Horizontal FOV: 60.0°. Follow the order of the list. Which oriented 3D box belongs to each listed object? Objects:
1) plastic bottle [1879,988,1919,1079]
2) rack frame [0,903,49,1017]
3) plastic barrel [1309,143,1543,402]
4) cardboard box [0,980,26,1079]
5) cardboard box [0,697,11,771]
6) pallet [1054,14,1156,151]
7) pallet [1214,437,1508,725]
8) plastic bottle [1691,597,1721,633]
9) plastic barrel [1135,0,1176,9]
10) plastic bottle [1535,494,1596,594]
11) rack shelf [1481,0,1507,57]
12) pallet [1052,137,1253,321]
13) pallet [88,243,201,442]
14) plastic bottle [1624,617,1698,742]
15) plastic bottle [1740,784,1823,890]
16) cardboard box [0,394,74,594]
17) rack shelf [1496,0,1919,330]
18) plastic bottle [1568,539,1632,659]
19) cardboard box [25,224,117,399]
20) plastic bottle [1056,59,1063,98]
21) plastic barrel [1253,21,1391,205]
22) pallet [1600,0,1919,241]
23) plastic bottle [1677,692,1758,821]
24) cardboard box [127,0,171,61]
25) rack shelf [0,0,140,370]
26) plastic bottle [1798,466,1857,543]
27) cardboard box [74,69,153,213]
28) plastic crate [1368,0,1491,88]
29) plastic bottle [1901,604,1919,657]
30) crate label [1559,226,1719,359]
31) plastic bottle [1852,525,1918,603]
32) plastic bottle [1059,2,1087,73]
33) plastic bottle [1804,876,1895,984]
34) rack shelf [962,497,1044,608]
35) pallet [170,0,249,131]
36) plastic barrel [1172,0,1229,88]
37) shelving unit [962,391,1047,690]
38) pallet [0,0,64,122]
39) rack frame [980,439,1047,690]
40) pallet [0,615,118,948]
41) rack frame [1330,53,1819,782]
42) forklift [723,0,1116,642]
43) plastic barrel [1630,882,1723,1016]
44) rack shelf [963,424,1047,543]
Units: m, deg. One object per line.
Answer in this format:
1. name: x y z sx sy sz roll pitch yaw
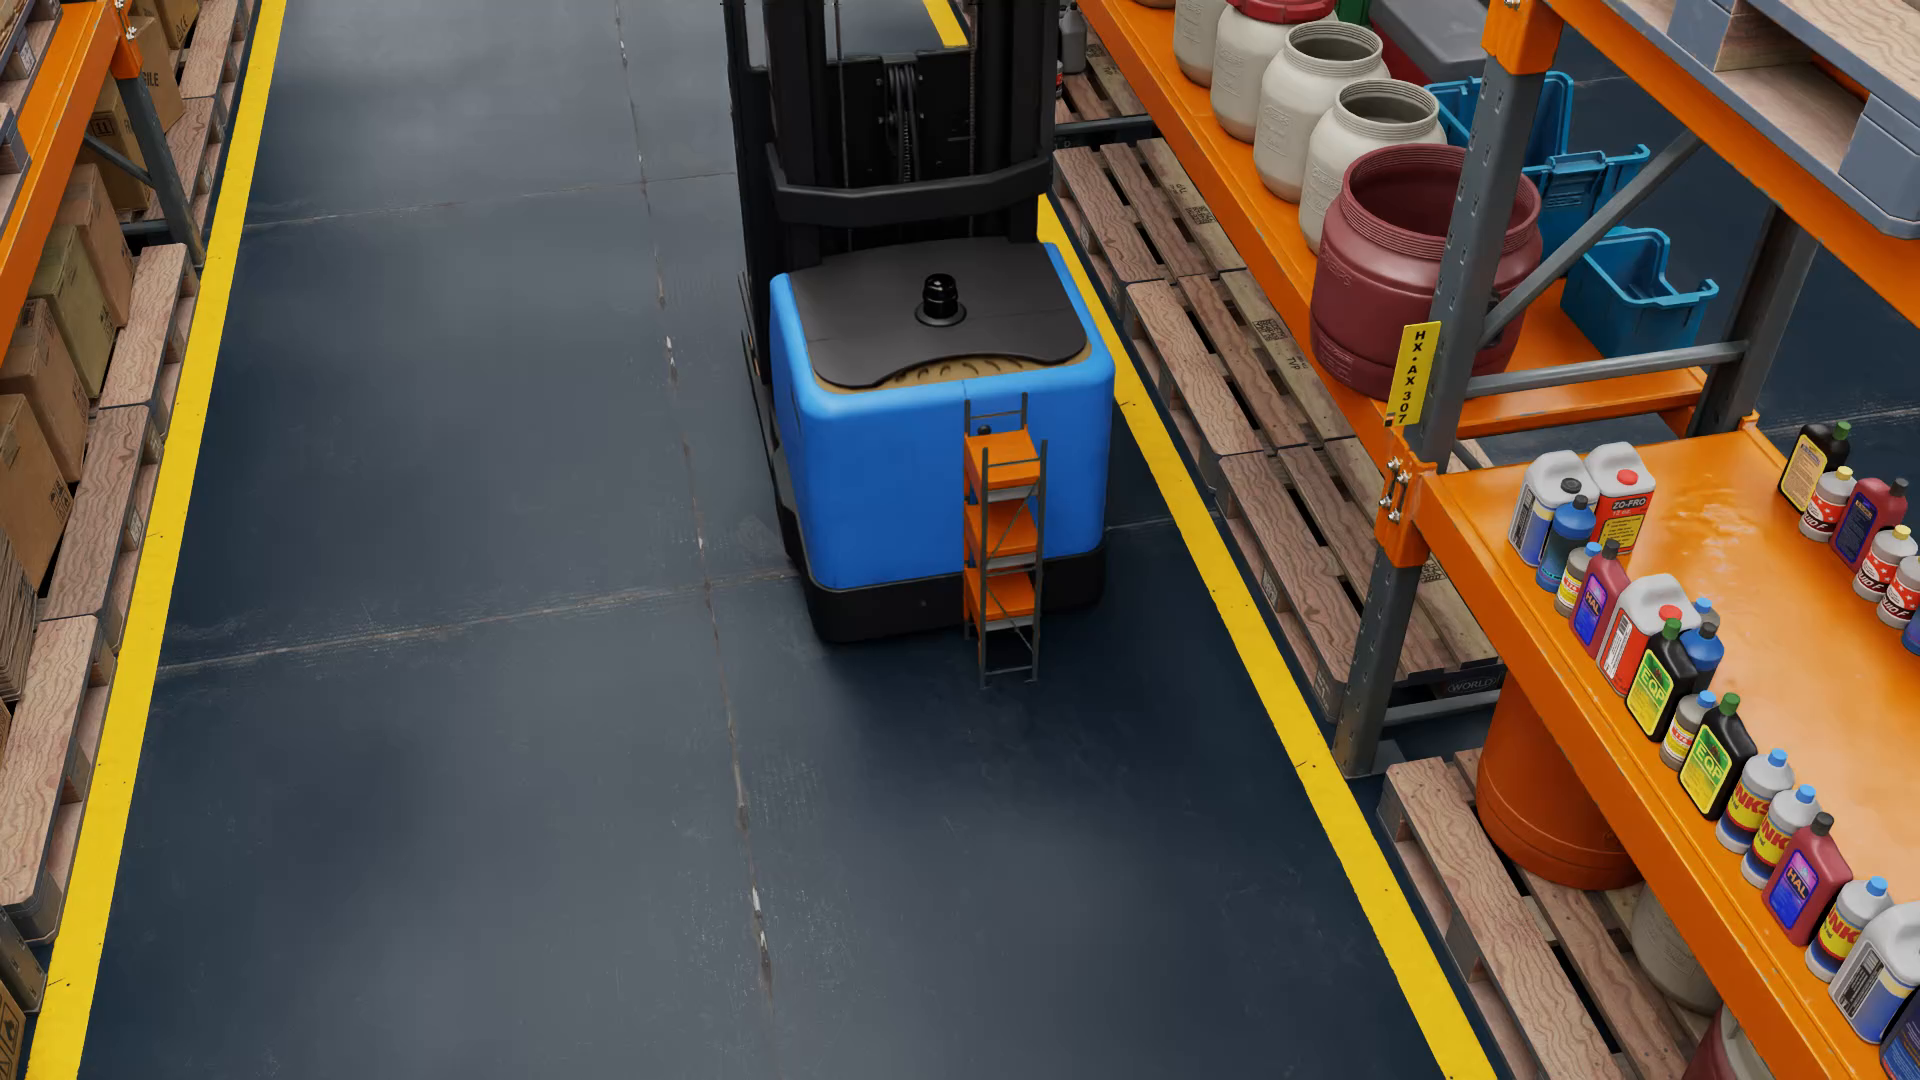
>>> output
1. plastic bottle: 1.826 0.896 3.018 0.144 0.351 0.185 -8 42 -9
2. rack frame: -3.118 0.257 3.701 1.000 3.000 0.127 -8 42 -9
3. plastic barrel: 1.322 -0.761 4.745 0.600 0.536 0.708 -8 42 -9
4. cardboard box: -2.990 1.345 3.759 1.225 0.875 0.875 -10 43 -11
5. cardboard box: -3.282 0.596 4.871 0.700 0.500 0.500 -10 43 -12
6. pallet: 0.750 -2.444 8.844 1.003 0.211 1.213 -8 42 -9
7. pallet: 1.589 0.083 5.998 1.003 0.211 1.213 -8 42 -9
8. plastic bottle: 1.713 0.219 3.894 0.097 0.201 0.097 0 42 0
9. plastic barrel: 0.847 -2.445 6.642 0.433 0.535 0.433 0 42 0
10. plastic bottle: 1.494 0.002 4.086 0.097 0.271 0.097 0 42 0
11. rack shelf: 1.286 -2.602 5.204 1.077 0.370 4.000 -8 42 -9
12. pallet: 1.062 -1.499 7.780 1.003 0.211 1.213 -8 42 -9
13. pallet: -3.812 -0.788 6.979 1.003 0.211 1.213 -8 42 -9
14. plastic bottle: 1.580 0.311 3.728 0.061 0.283 0.133 -8 42 -9
15. plastic bottle: 1.693 0.601 3.411 0.097 0.271 0.097 0 42 0
16. cardboard box: -3.544 -0.128 5.686 0.700 0.500 0.500 -5 42 -6
17. rack shelf: 2.150 -0.009 2.283 1.077 0.370 4.000 -8 42 -9
18. plastic bottle: 1.522 0.138 3.923 0.061 0.283 0.133 -8 42 -9
19. cardboard box: -3.786 -0.852 6.502 0.700 0.500 0.500 -9 42 -10
20. plastic bottle: 0.472 -2.354 8.419 0.097 0.201 0.097 0 42 0
21. plastic barrel: 1.196 -1.404 5.487 0.421 0.512 0.421 0 42 0
22. pallet: 1.787 -0.994 2.993 1.003 0.211 1.213 -8 42 -9
23. plastic bottle: 1.630 0.461 3.559 0.061 0.283 0.133 -8 42 -9
24. cardboard box: -4.371 -2.584 8.468 0.500 0.500 0.500 -12 43 -13
25. rack shelf: -3.550 -0.770 5.400 1.077 0.370 4.000 -8 42 -9
26. plastic bottle: 2.229 -0.100 4.252 0.097 0.201 0.097 0 42 0
27. cardboard box: -4.029 -1.823 7.611 0.500 0.500 0.500 -10 42 -11
28. plastic crate: 1.668 -1.568 5.708 0.402 0.464 0.583 -8 42 -9
29. plastic bottle: 2.321 0.150 3.919 0.097 0.271 0.097 0 42 0
30. crate label: 1.993 -0.717 4.924 0.303 0.233 0.416 -8 42 -9
31. plastic bottle: 2.279 0.050 4.084 0.097 0.201 0.097 0 42 0
32. plastic bottle: 0.575 -2.616 8.602 0.144 0.351 0.185 -8 42 -9
33. plastic bottle: 1.743 0.750 3.242 0.097 0.271 0.097 0 42 0
34. rack shelf: 0.139 0.032 5.439 0.215 0.259 0.240 -8 42 -9
35. pallet: -4.428 -2.515 8.925 1.003 0.211 1.213 -8 42 -9
36. plastic barrel: 1.005 -1.969 6.106 0.433 0.535 0.433 0 42 0
37. shelving unit: 0.139 0.025 5.432 0.215 1.050 0.252 -8 42 -9
38. pallet: -3.959 -1.748 6.104 1.003 0.211 1.213 -8 42 -9
39. rack frame: 0.165 0.104 5.342 0.200 1.050 0.008 -8 42 -9
40. pallet: -3.286 0.793 5.197 1.003 0.211 1.213 -8 42 -9
41. rack frame: 1.718 -0.452 4.500 1.000 3.000 0.127 -8 42 -9
42. forklift: -0.304 -1.732 5.993 1.130 2.935 3.031 -8 42 -9
43. plastic barrel: 2.049 0.989 4.434 0.421 0.512 0.421 0 42 0
44. rack shelf: 0.139 -0.180 5.250 0.215 0.259 0.240 -8 42 -9
